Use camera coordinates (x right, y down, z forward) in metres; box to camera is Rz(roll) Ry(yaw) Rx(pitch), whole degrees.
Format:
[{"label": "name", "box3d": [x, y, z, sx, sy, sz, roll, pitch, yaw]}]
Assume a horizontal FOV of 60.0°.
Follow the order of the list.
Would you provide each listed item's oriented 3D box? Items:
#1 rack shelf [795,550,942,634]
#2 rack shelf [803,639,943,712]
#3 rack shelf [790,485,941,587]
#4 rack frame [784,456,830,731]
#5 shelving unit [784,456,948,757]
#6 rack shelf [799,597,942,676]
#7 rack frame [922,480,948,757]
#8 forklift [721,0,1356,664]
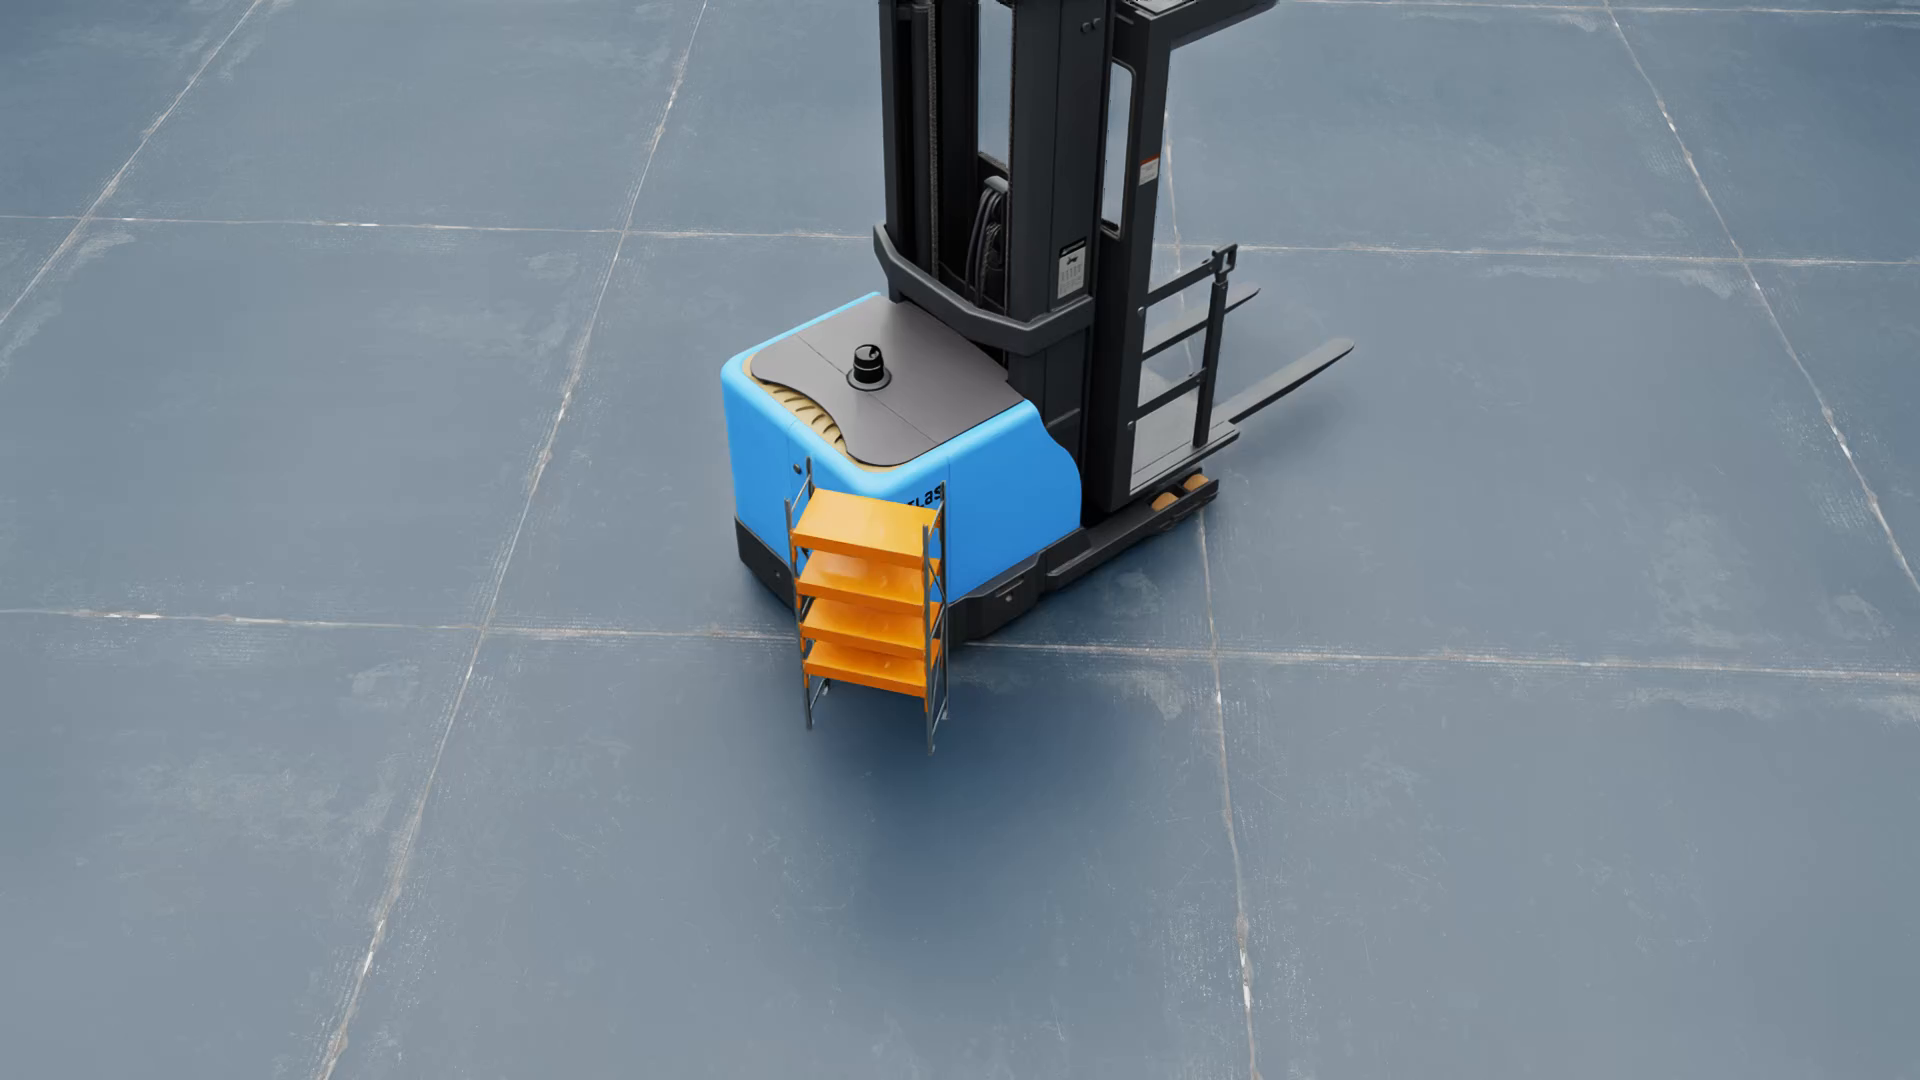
[{"label": "rack shelf", "box3d": [-0.321, 0.155, 5.973, 0.480, 0.148, 0.258, 11, 44, 11]}, {"label": "rack shelf", "box3d": [-0.321, 0.462, 6.263, 0.480, 0.148, 0.258, 11, 44, 11]}, {"label": "rack shelf", "box3d": [-0.322, -0.017, 5.811, 0.480, 0.148, 0.258, 11, 44, 11]}, {"label": "rack frame", "box3d": [-0.557, 0.225, 6.127, 0.015, 1.200, 0.240, 11, 44, 11]}, {"label": "shelving unit", "box3d": [-0.321, 0.269, 6.080, 0.503, 1.200, 0.258, 11, 44, 11]}, {"label": "rack shelf", "box3d": [-0.321, 0.318, 6.126, 0.480, 0.148, 0.258, 11, 44, 11]}, {"label": "rack frame", "box3d": [-0.086, 0.312, 6.033, 0.015, 1.200, 0.240, 11, 44, 11]}, {"label": "forklift", "box3d": [0.514, -1.364, 6.564, 3.031, 2.935, 1.130, -30, 51, -28]}]
